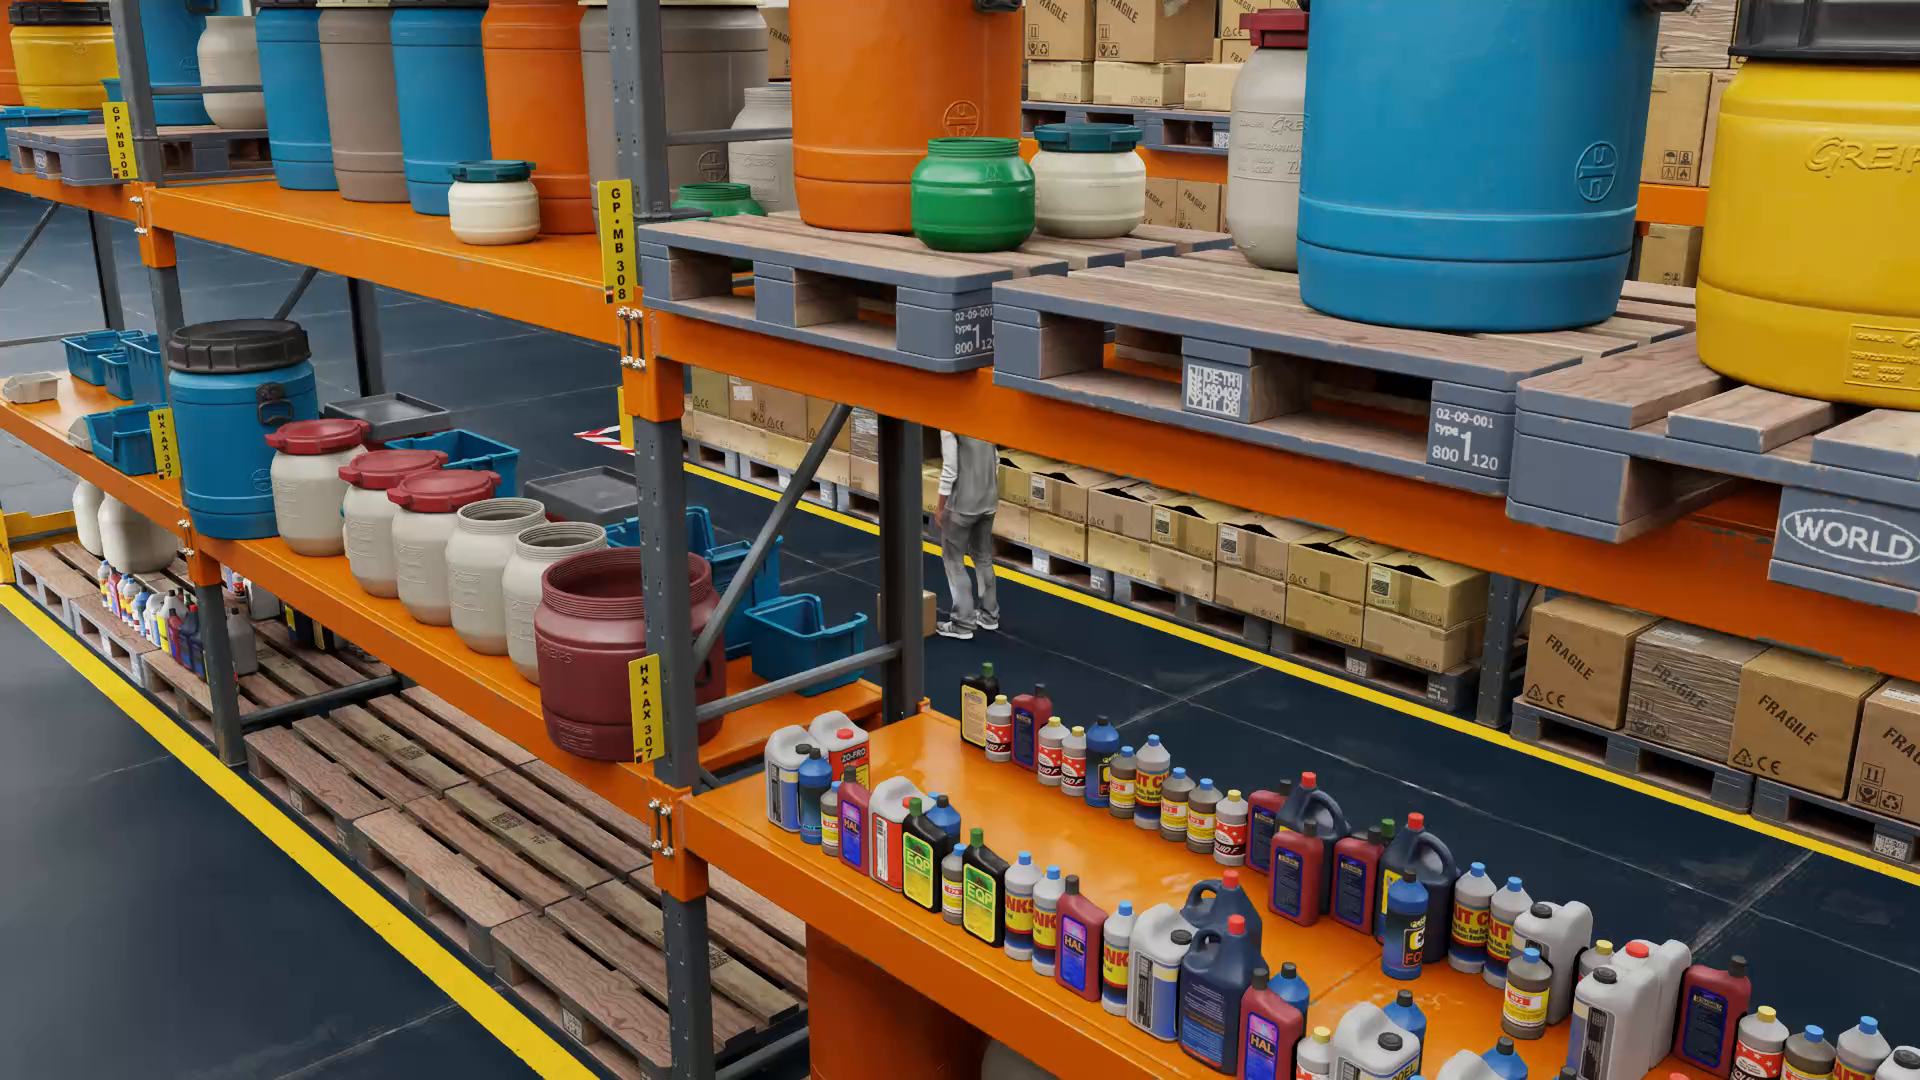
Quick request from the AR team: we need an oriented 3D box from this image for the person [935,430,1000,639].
[{"bbox_3d":[0.044,-0.202,9.705,0.346,1.592,0.484,16,24,42],"label":"person"}]
